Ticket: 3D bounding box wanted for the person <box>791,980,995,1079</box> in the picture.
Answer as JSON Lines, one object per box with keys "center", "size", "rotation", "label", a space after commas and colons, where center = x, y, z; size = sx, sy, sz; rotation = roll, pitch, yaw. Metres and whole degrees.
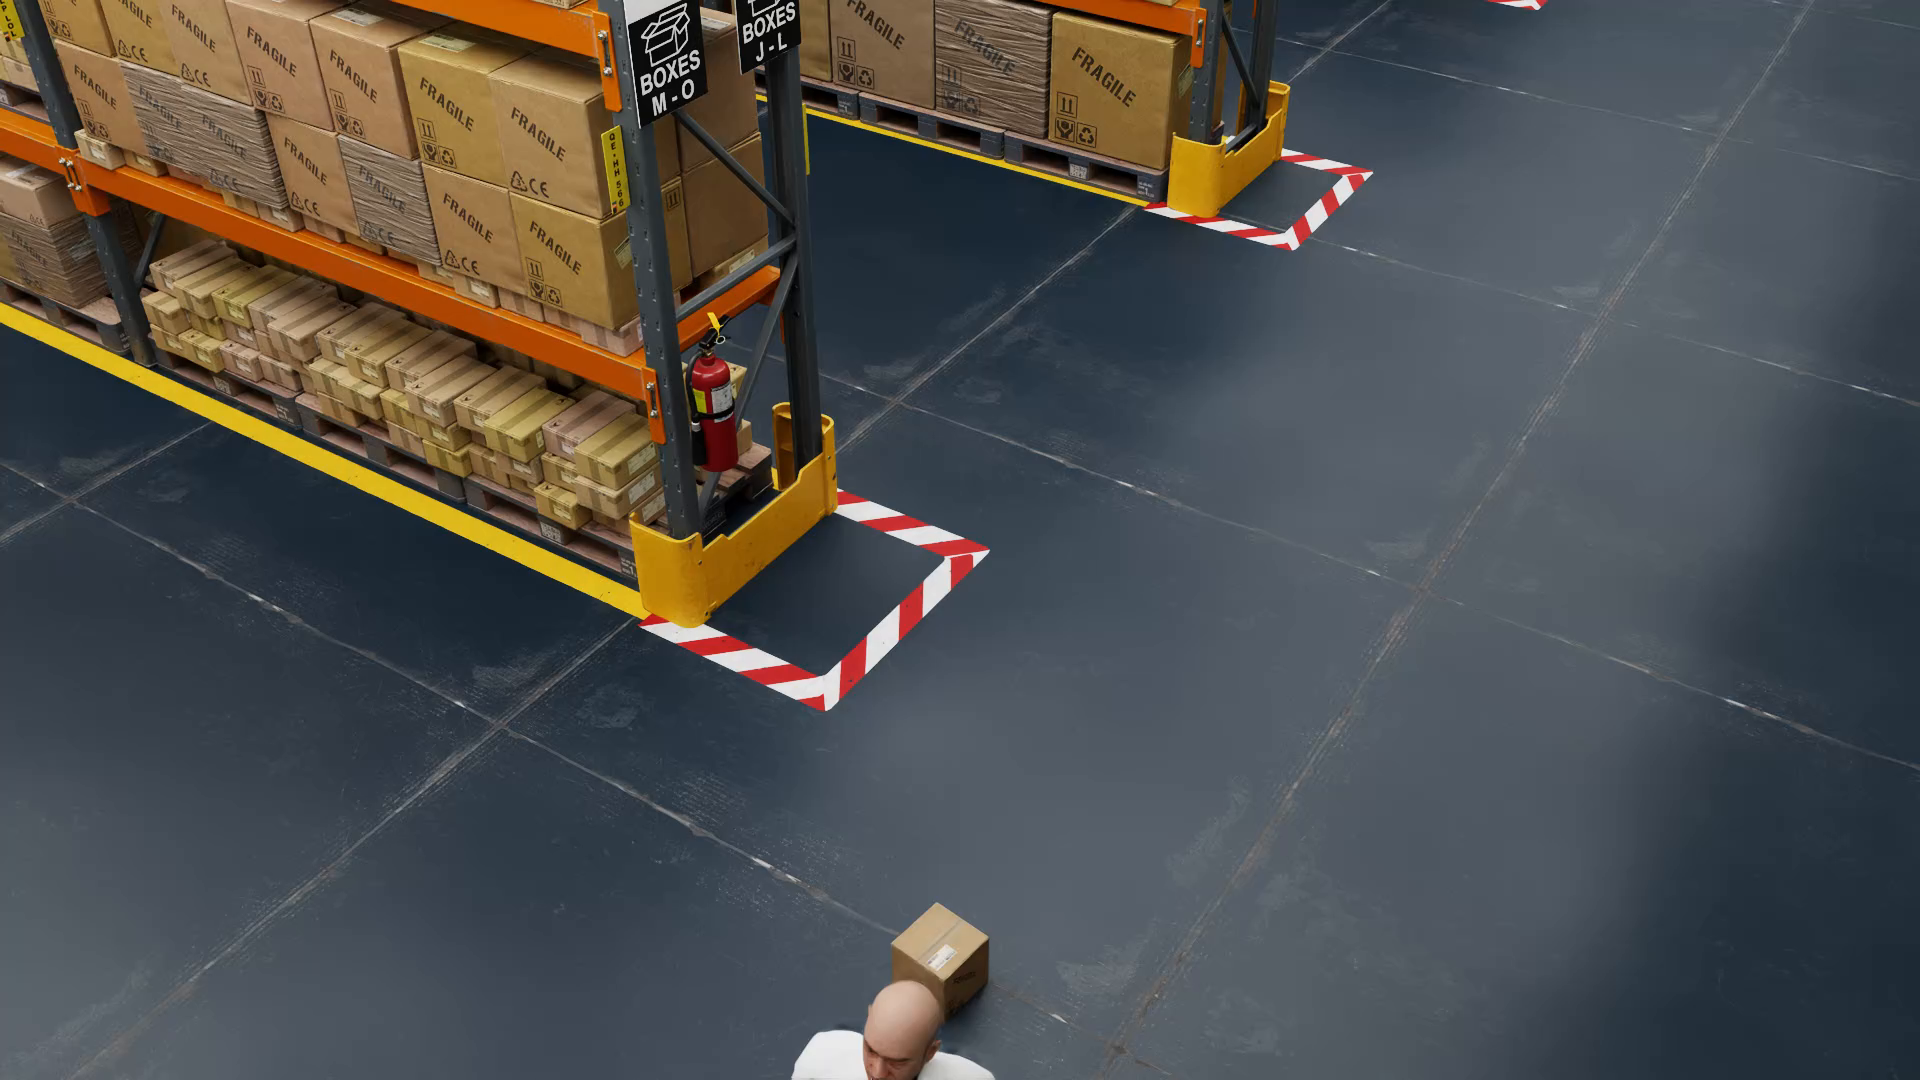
{"center": [-0.182, 1.766, 4.418], "size": [0.618, 1.737, 1.024], "rotation": [10, 39, 13], "label": "person"}
